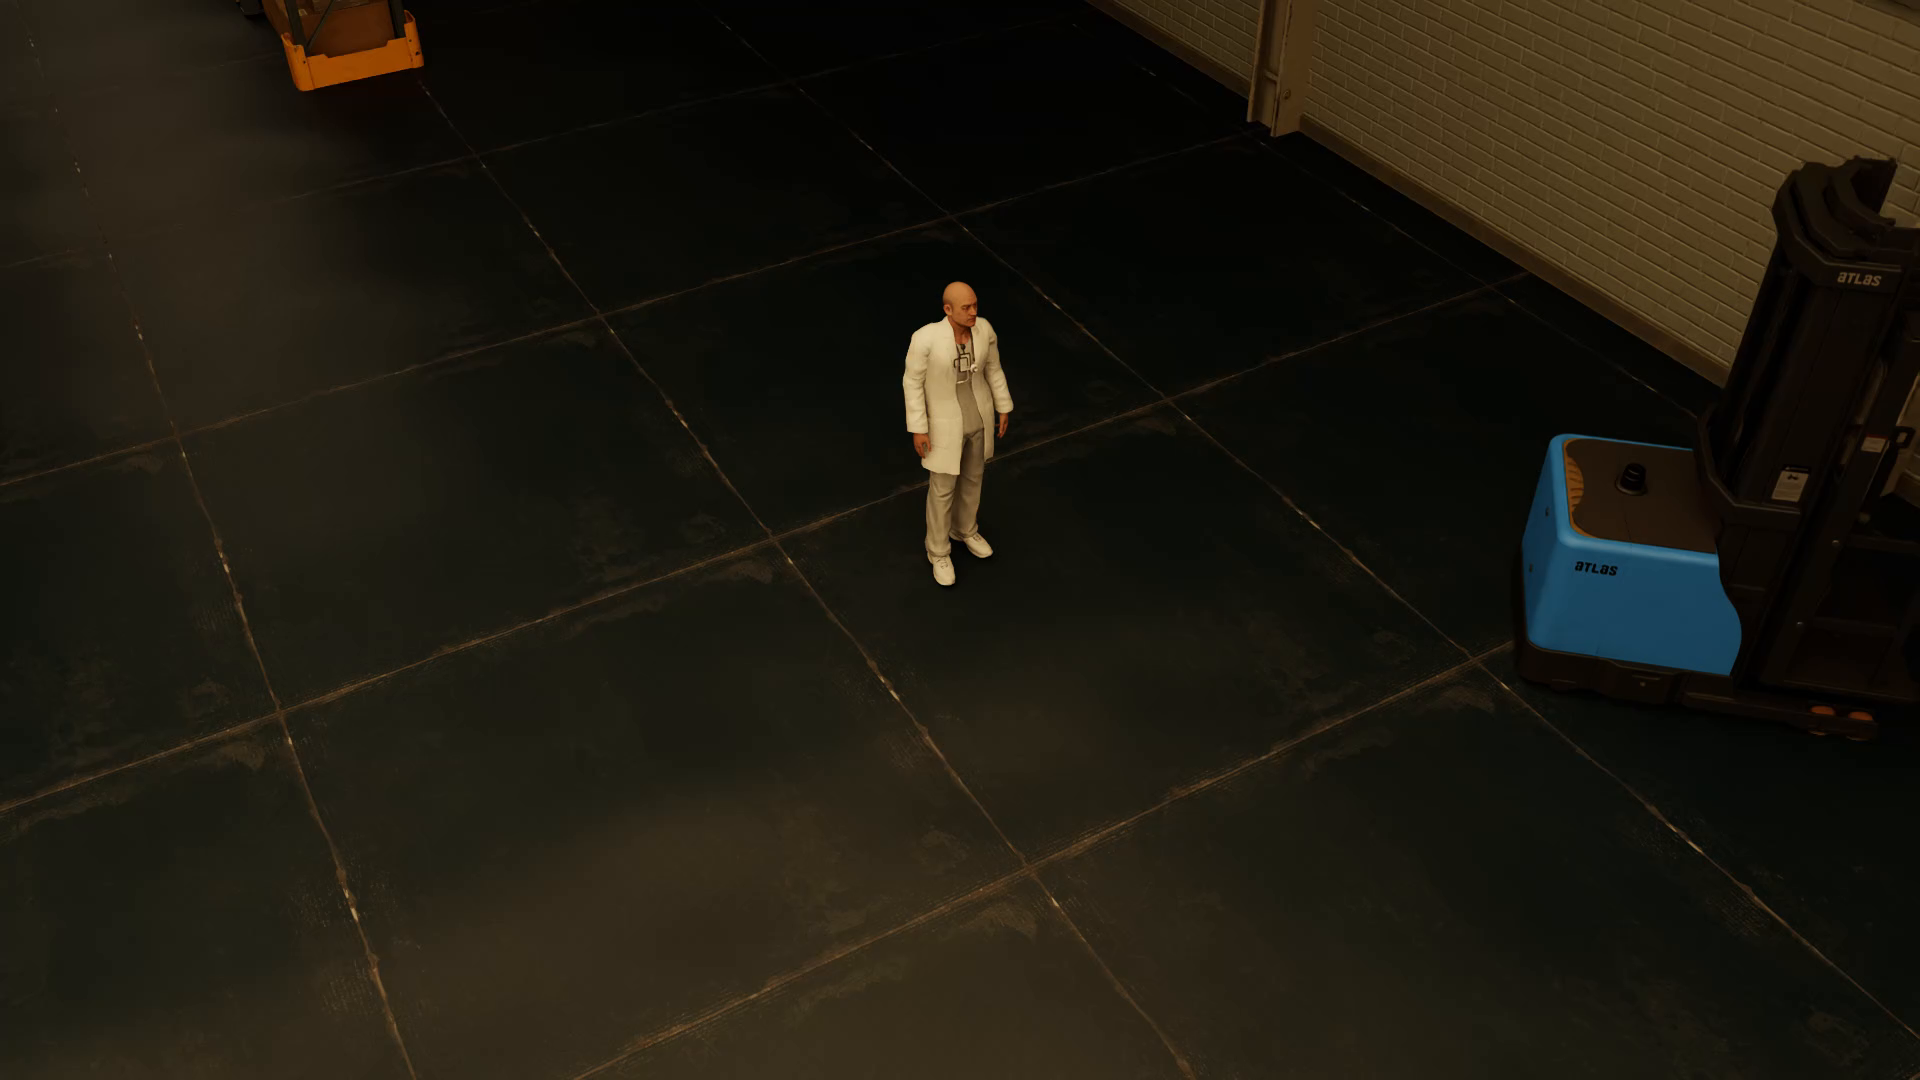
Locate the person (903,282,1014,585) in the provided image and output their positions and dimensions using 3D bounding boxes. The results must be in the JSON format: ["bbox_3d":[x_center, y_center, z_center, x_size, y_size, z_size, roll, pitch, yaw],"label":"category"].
[{"bbox_3d":[0.041,-0.638,9.698,0.694,1.776,0.581,-20,44,-23],"label":"person"}]

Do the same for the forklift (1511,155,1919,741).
[{"bbox_3d":[4.699,-0.412,8.532,3.031,2.935,1.130,8,40,10],"label":"forklift"}]
